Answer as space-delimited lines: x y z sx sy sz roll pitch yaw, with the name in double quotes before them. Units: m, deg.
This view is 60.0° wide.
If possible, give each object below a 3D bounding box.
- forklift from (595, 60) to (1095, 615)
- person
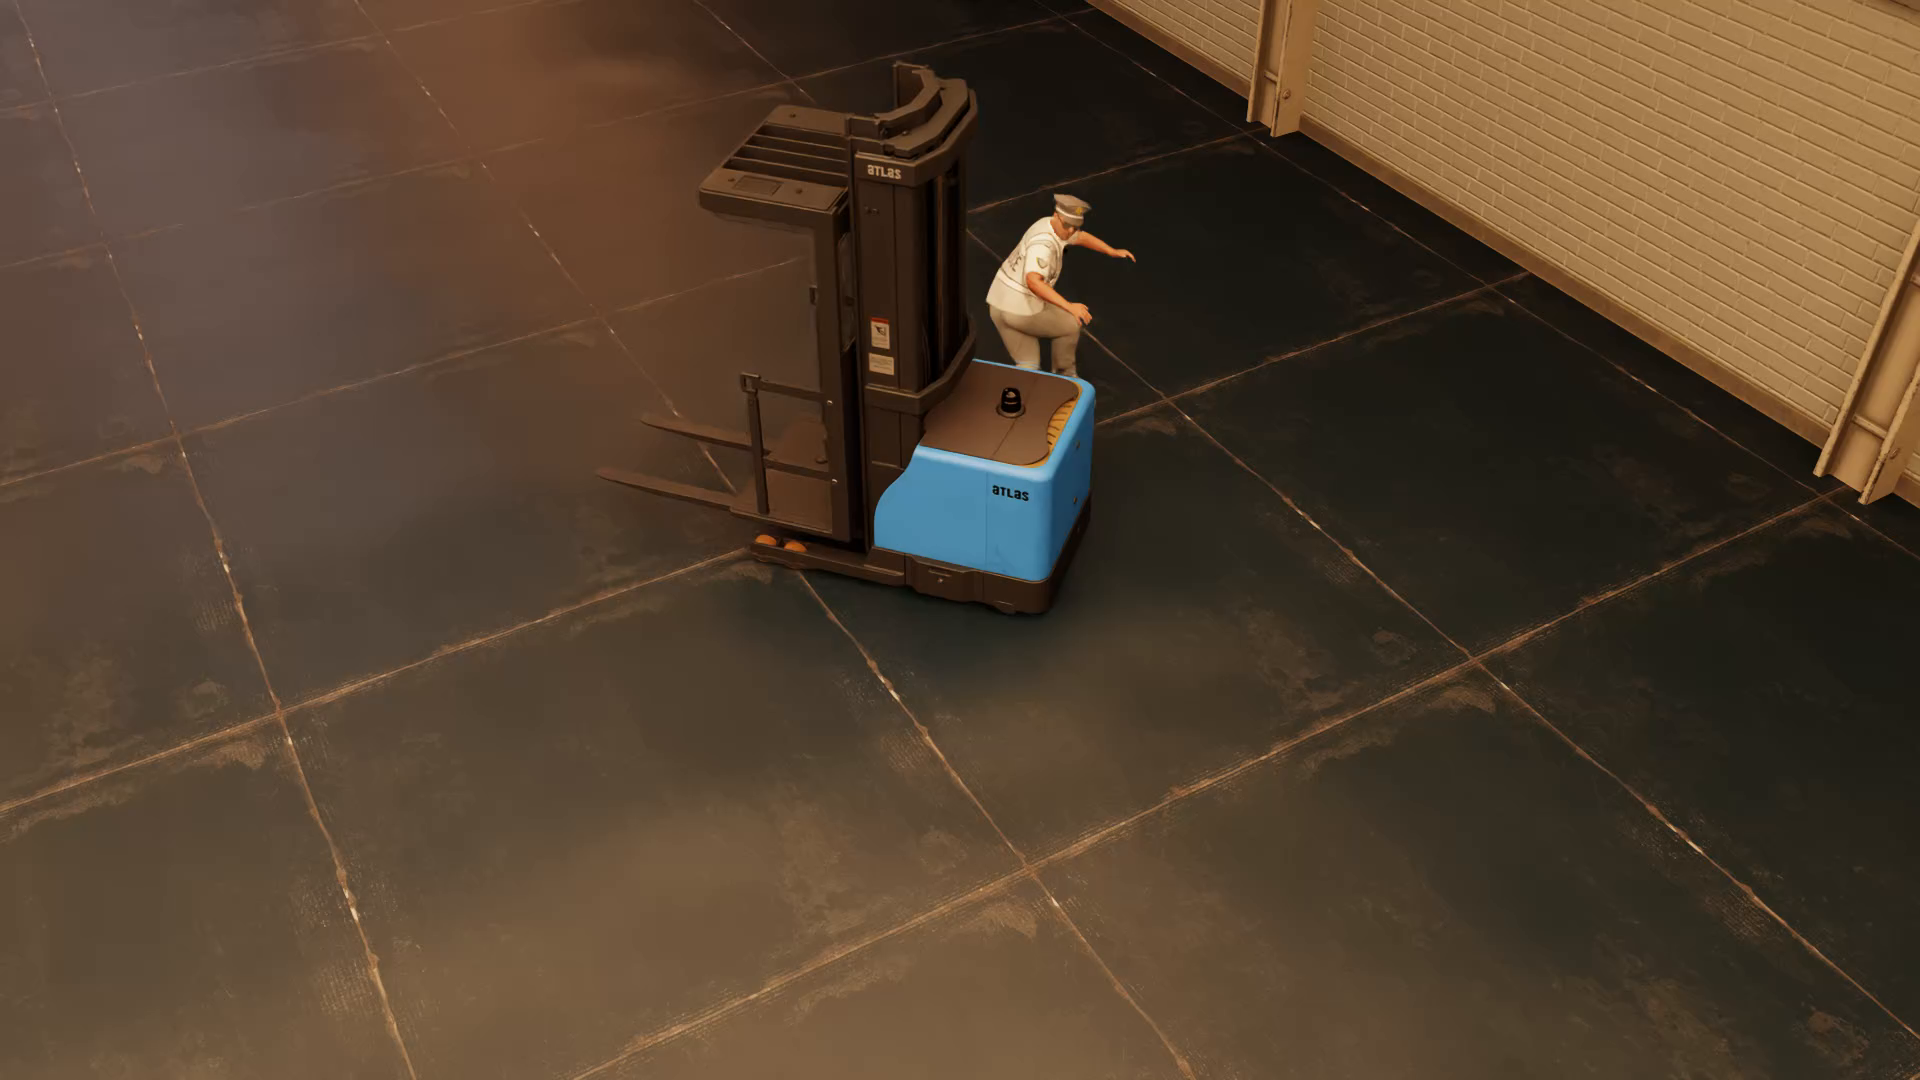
"forklift" -0.763 -1.258 9.553 3.031 2.935 1.130 13 41 15
"person" 0.717 -1.513 10.981 1.032 1.539 0.977 -12 41 -14
